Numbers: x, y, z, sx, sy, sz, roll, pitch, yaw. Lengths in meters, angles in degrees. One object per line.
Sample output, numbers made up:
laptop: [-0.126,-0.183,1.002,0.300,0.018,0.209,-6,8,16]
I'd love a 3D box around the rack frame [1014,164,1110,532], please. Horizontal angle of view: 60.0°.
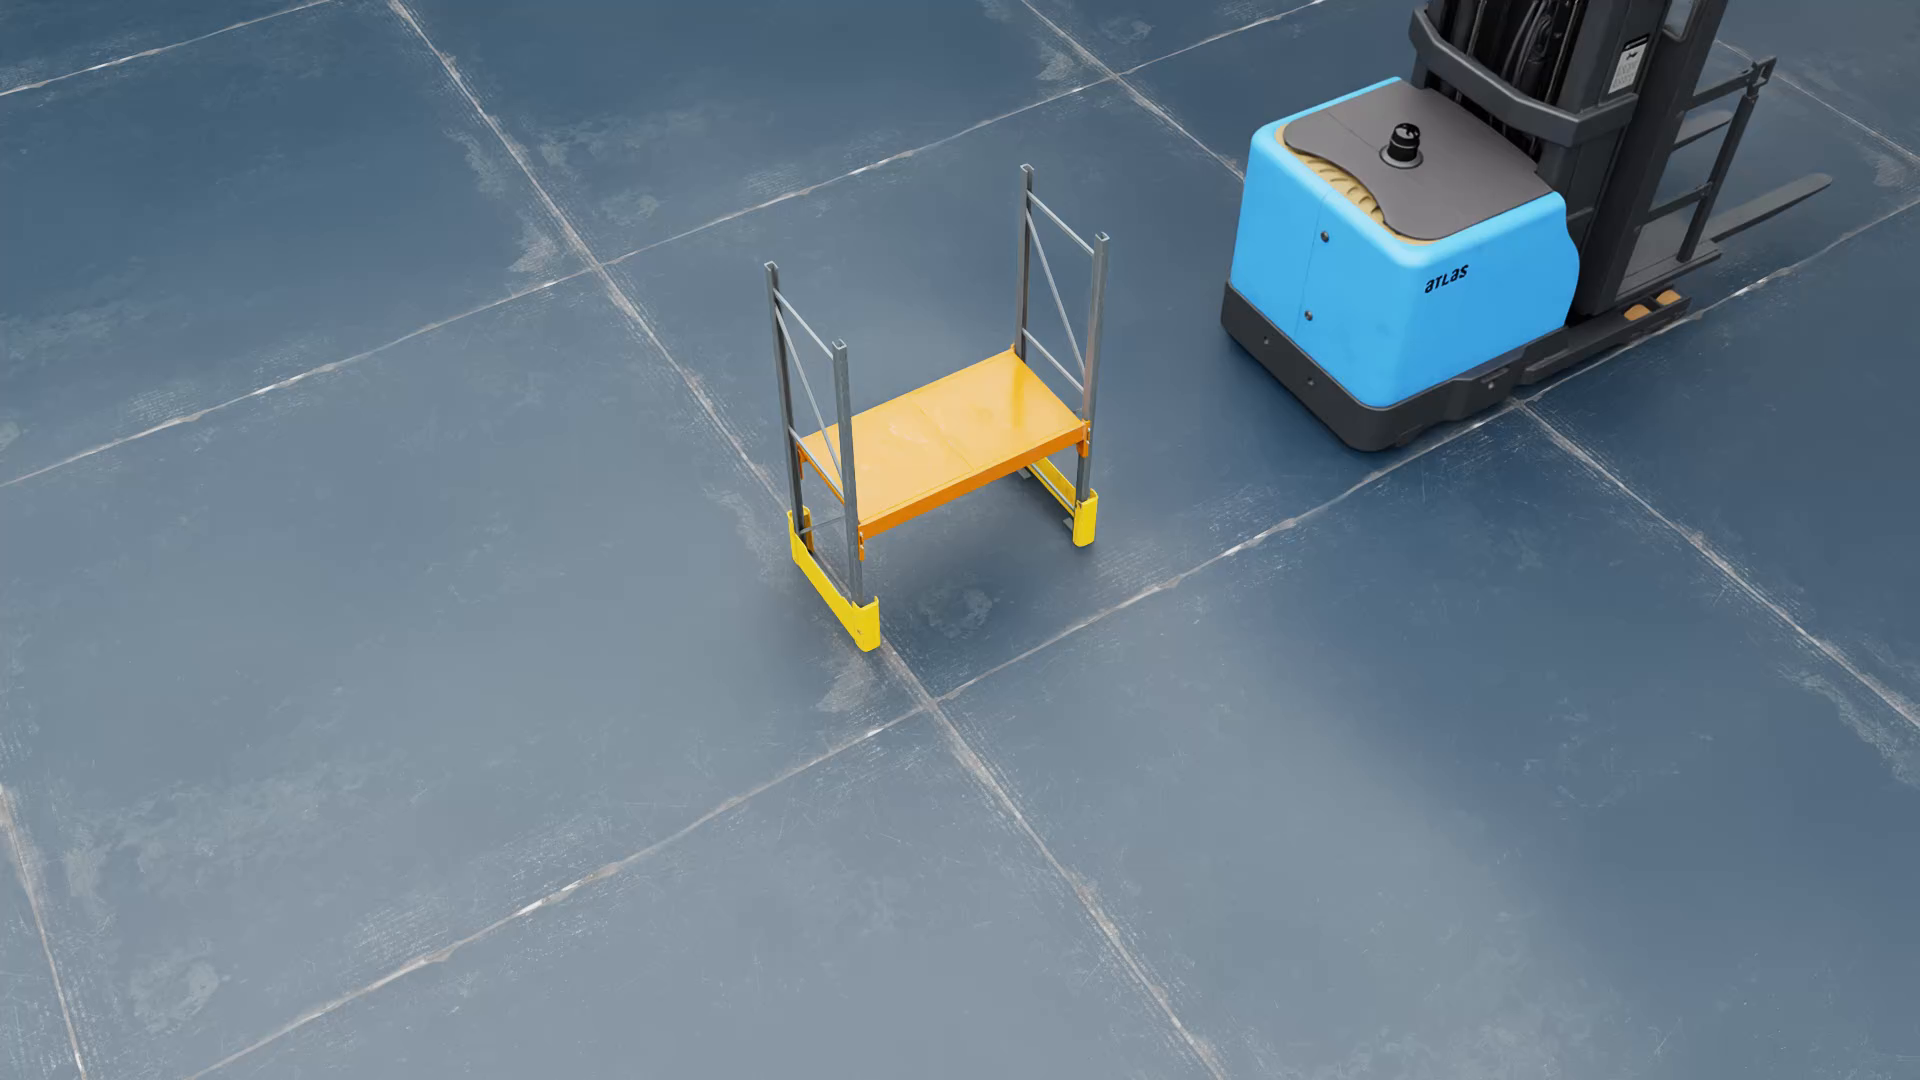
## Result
rack frame: [0.358,-0.667,6.285,0.032,1.500,0.500,-25,53,-21]

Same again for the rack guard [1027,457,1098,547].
rack guard: [0.357,-0.251,6.752,0.087,0.250,0.587,-25,53,-21]

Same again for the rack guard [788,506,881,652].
rack guard: [-0.486,0.146,6.398,0.087,0.250,0.587,-25,53,-21]

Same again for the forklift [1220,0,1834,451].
forklift: [2.700,-2.183,6.676,3.031,2.935,1.130,-24,53,-20]

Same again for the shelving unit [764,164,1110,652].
shelving unit: [-0.064,-0.468,6.108,1.083,1.500,0.587,-25,53,-21]

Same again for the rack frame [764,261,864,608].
rack frame: [-0.502,-0.262,5.925,0.032,1.500,0.500,-25,53,-21]

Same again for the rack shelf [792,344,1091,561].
rack shelf: [-0.072,-0.345,6.239,1.000,0.185,0.538,-25,53,-21]
